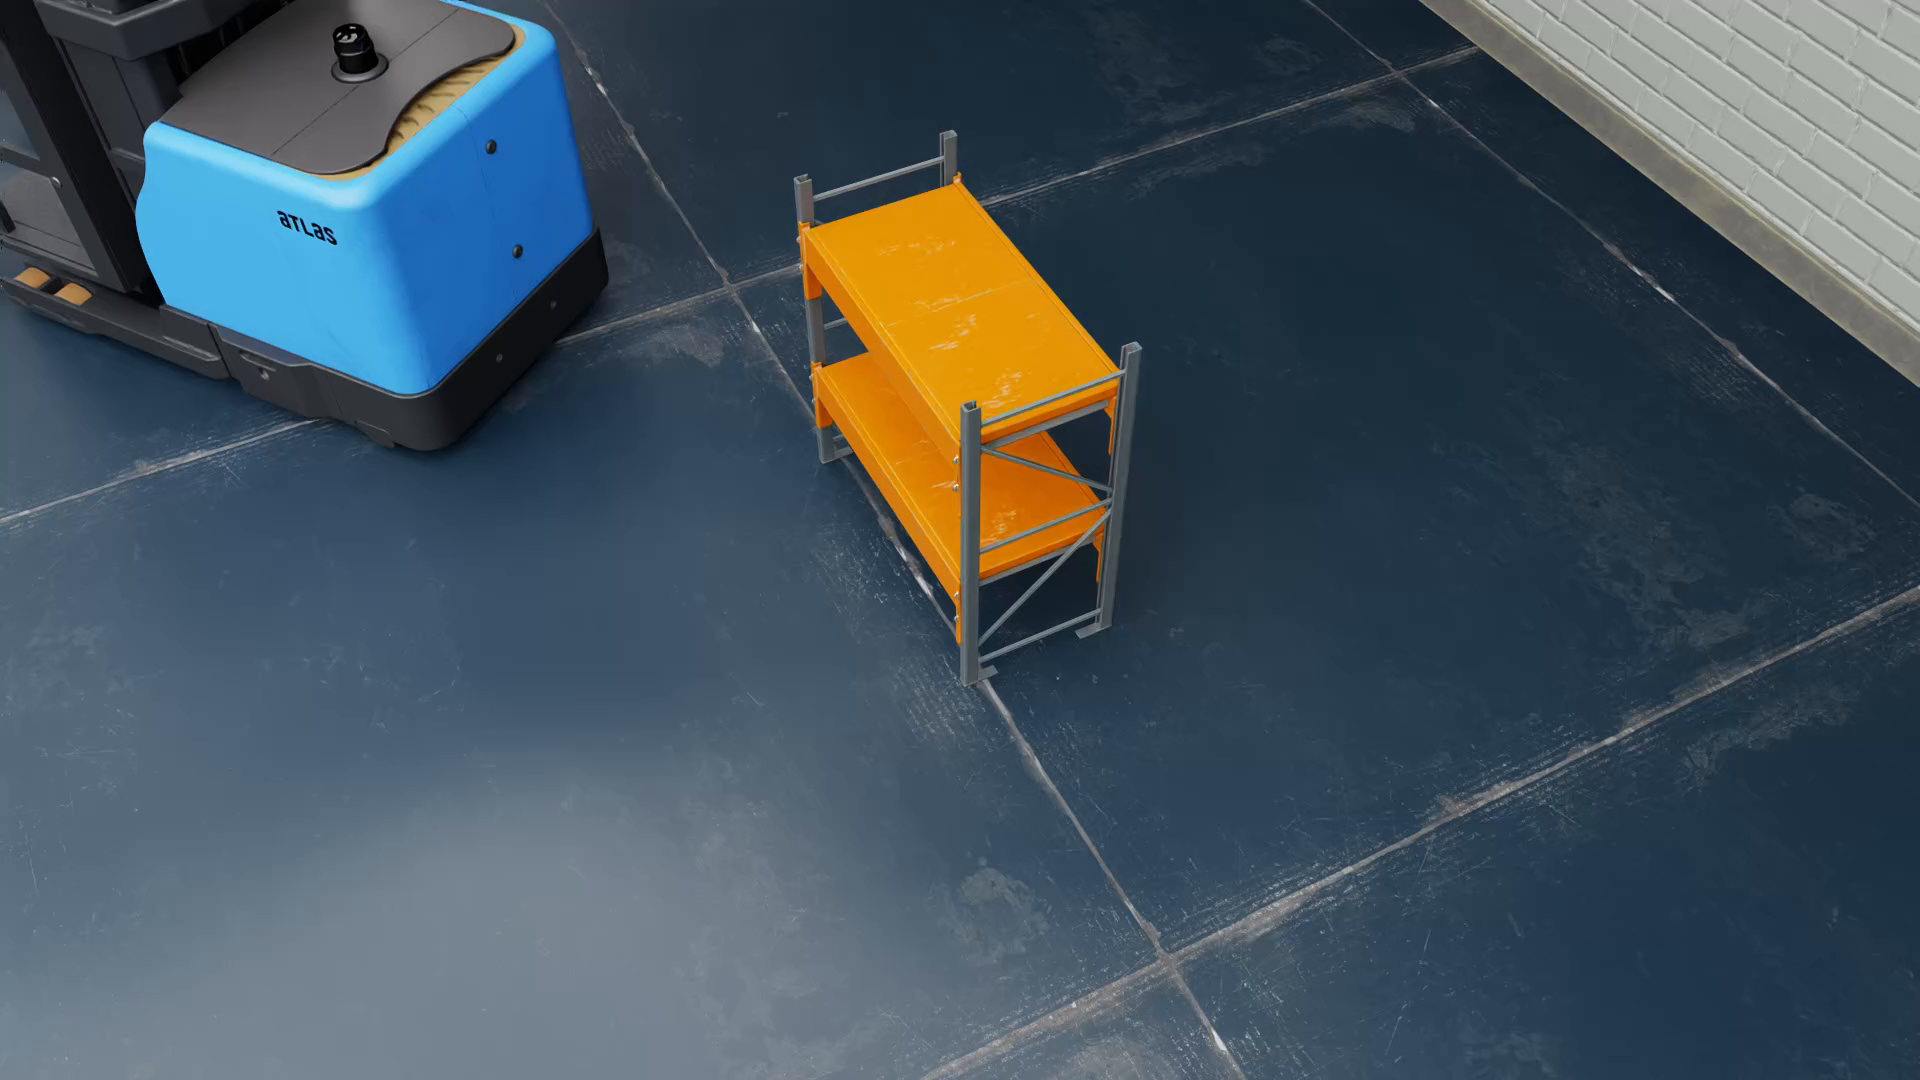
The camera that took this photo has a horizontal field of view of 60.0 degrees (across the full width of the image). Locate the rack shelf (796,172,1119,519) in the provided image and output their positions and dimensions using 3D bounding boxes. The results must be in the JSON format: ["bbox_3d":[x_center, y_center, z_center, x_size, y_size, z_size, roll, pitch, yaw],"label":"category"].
[{"bbox_3d":[-0.003,-0.568,4.610,0.538,0.278,1.000,-21,52,-18],"label":"rack shelf"}]

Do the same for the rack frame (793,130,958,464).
[{"bbox_3d":[-0.236,-0.715,5.128,0.500,1.125,0.032,-21,52,-18],"label":"rack frame"}]

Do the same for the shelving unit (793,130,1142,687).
[{"bbox_3d":[-0.003,-0.375,4.831,0.538,1.125,1.048,-21,52,-18],"label":"shelving unit"}]

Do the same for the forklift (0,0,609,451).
[{"bbox_3d":[-2.814,-2.040,5.087,3.031,2.935,1.130,20,52,17],"label":"forklift"}]

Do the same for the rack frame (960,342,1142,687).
[{"bbox_3d":[0.230,-0.035,4.533,0.500,1.125,0.032,-21,52,-18],"label":"rack frame"}]

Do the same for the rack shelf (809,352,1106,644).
[{"bbox_3d":[-0.003,-0.214,5.015,0.538,0.278,1.000,-21,52,-18],"label":"rack shelf"}]
